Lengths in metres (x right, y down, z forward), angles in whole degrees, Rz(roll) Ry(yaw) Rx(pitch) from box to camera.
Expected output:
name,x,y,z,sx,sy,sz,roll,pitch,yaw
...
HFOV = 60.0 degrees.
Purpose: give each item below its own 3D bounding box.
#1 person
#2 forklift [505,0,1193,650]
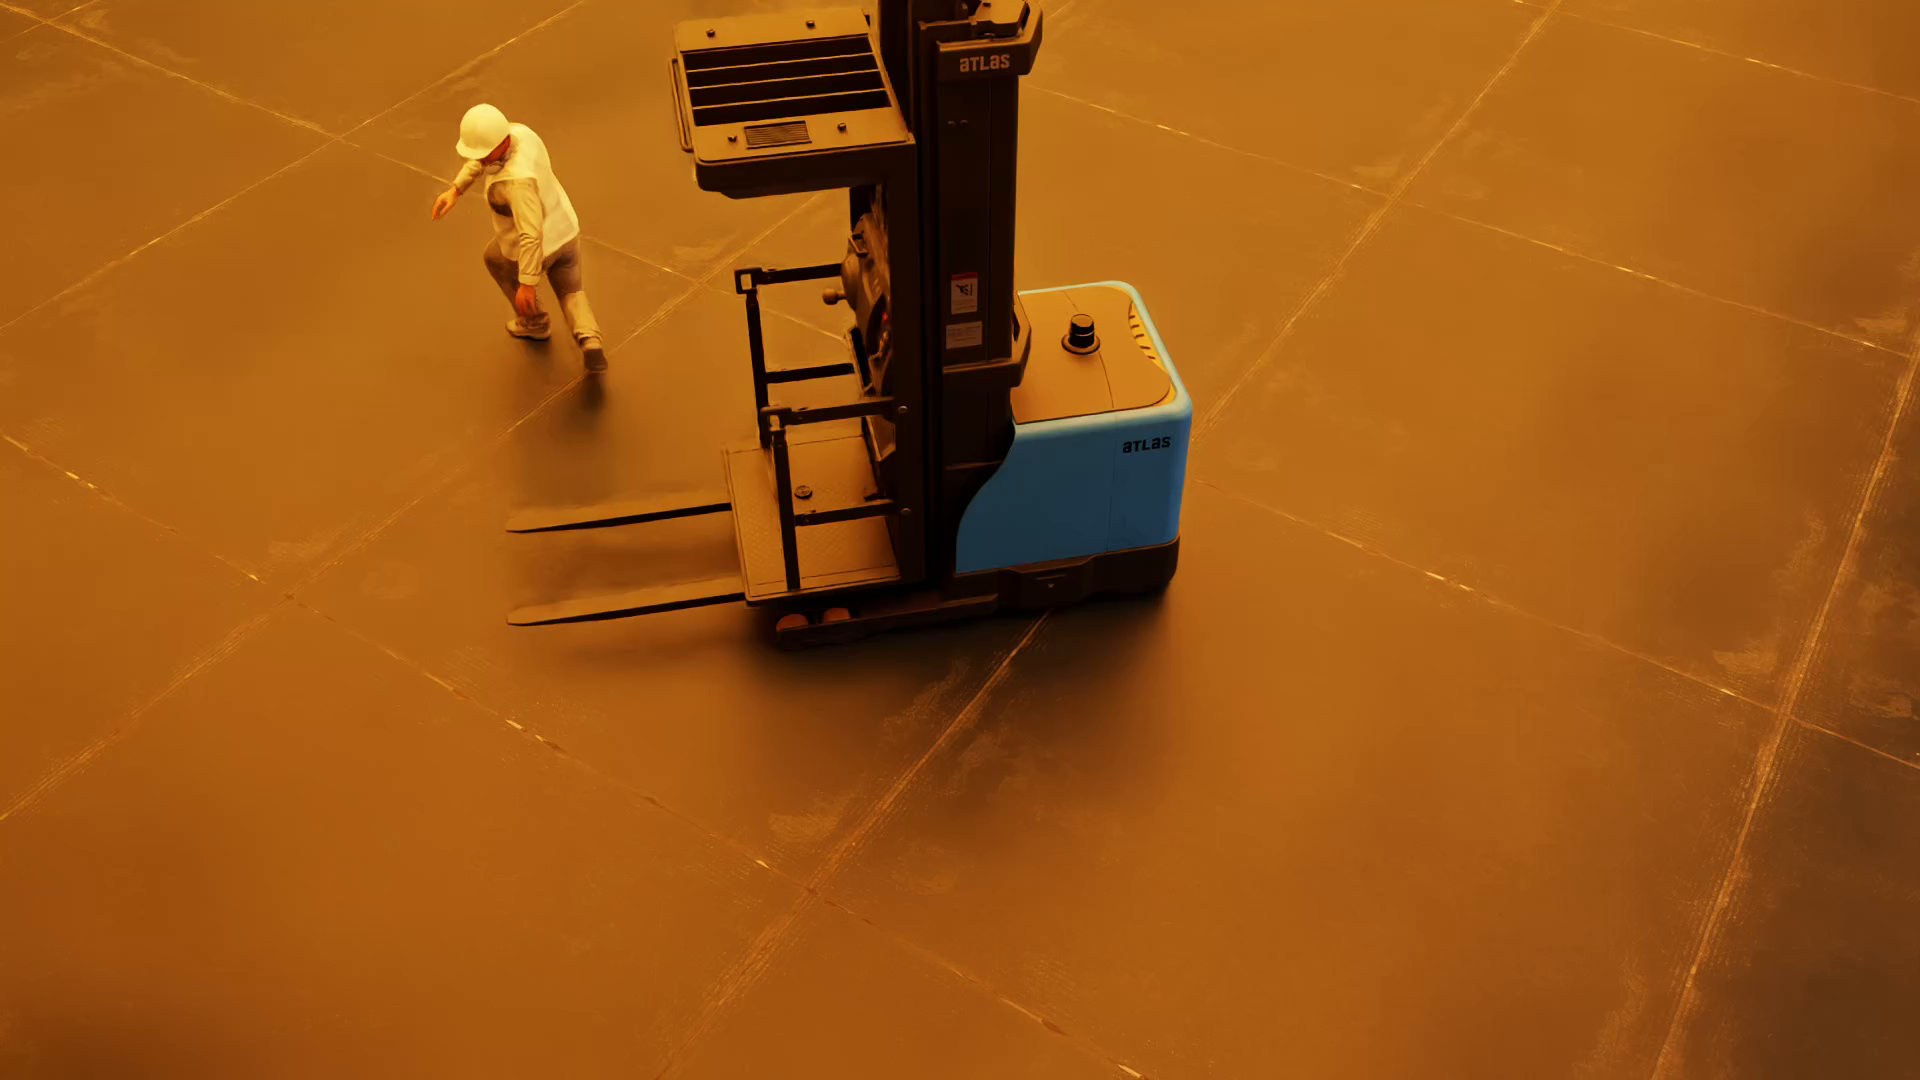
name,x,y,z,sx,sy,sz,roll,pitch,yaw
person,-2.226,-1.543,8.528,0.907,1.546,0.650,26,49,25
forklift,-0.565,-0.970,6.871,3.031,2.935,1.130,-8,44,-8
